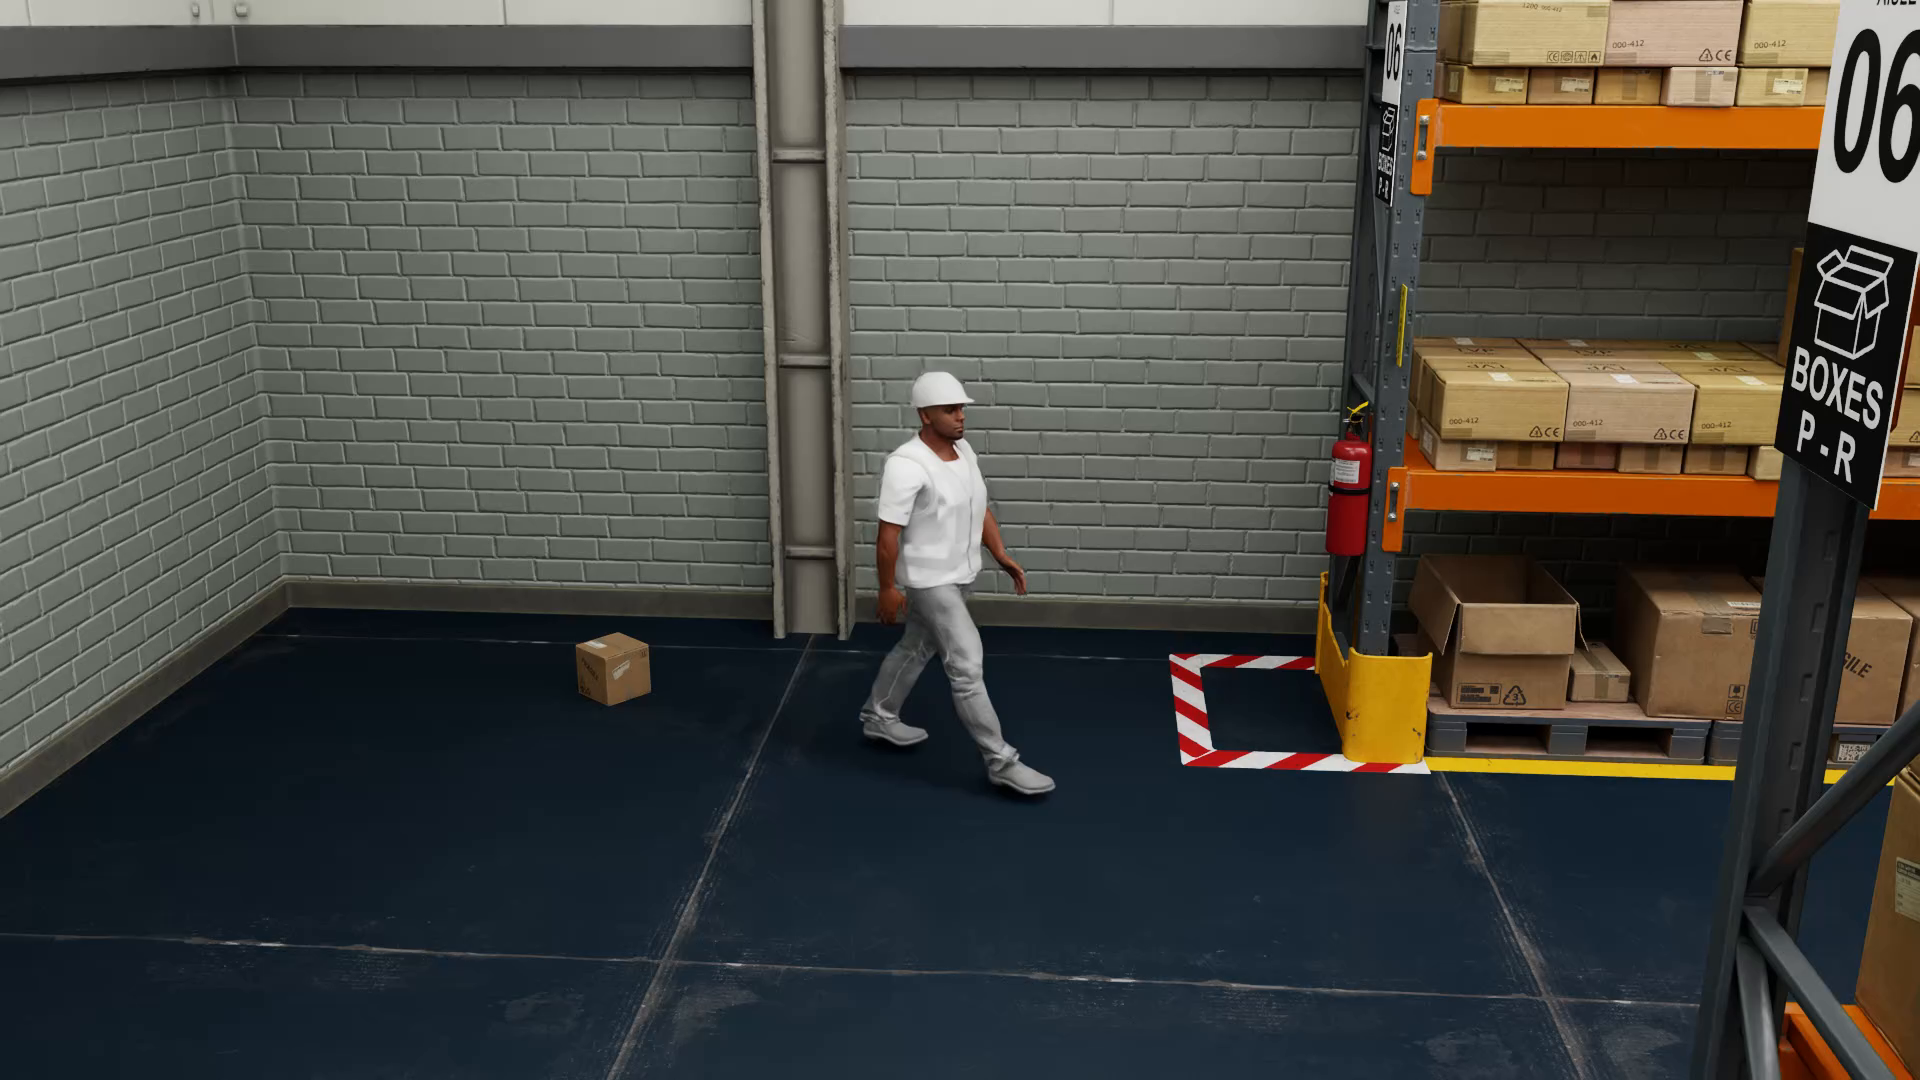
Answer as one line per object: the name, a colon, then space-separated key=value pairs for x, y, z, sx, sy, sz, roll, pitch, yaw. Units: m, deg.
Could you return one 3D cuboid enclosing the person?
person: x=-0.002 y=0.141 z=6.992 sx=1.025 sy=1.705 sz=0.582 roll=9 pitch=19 yaw=26
